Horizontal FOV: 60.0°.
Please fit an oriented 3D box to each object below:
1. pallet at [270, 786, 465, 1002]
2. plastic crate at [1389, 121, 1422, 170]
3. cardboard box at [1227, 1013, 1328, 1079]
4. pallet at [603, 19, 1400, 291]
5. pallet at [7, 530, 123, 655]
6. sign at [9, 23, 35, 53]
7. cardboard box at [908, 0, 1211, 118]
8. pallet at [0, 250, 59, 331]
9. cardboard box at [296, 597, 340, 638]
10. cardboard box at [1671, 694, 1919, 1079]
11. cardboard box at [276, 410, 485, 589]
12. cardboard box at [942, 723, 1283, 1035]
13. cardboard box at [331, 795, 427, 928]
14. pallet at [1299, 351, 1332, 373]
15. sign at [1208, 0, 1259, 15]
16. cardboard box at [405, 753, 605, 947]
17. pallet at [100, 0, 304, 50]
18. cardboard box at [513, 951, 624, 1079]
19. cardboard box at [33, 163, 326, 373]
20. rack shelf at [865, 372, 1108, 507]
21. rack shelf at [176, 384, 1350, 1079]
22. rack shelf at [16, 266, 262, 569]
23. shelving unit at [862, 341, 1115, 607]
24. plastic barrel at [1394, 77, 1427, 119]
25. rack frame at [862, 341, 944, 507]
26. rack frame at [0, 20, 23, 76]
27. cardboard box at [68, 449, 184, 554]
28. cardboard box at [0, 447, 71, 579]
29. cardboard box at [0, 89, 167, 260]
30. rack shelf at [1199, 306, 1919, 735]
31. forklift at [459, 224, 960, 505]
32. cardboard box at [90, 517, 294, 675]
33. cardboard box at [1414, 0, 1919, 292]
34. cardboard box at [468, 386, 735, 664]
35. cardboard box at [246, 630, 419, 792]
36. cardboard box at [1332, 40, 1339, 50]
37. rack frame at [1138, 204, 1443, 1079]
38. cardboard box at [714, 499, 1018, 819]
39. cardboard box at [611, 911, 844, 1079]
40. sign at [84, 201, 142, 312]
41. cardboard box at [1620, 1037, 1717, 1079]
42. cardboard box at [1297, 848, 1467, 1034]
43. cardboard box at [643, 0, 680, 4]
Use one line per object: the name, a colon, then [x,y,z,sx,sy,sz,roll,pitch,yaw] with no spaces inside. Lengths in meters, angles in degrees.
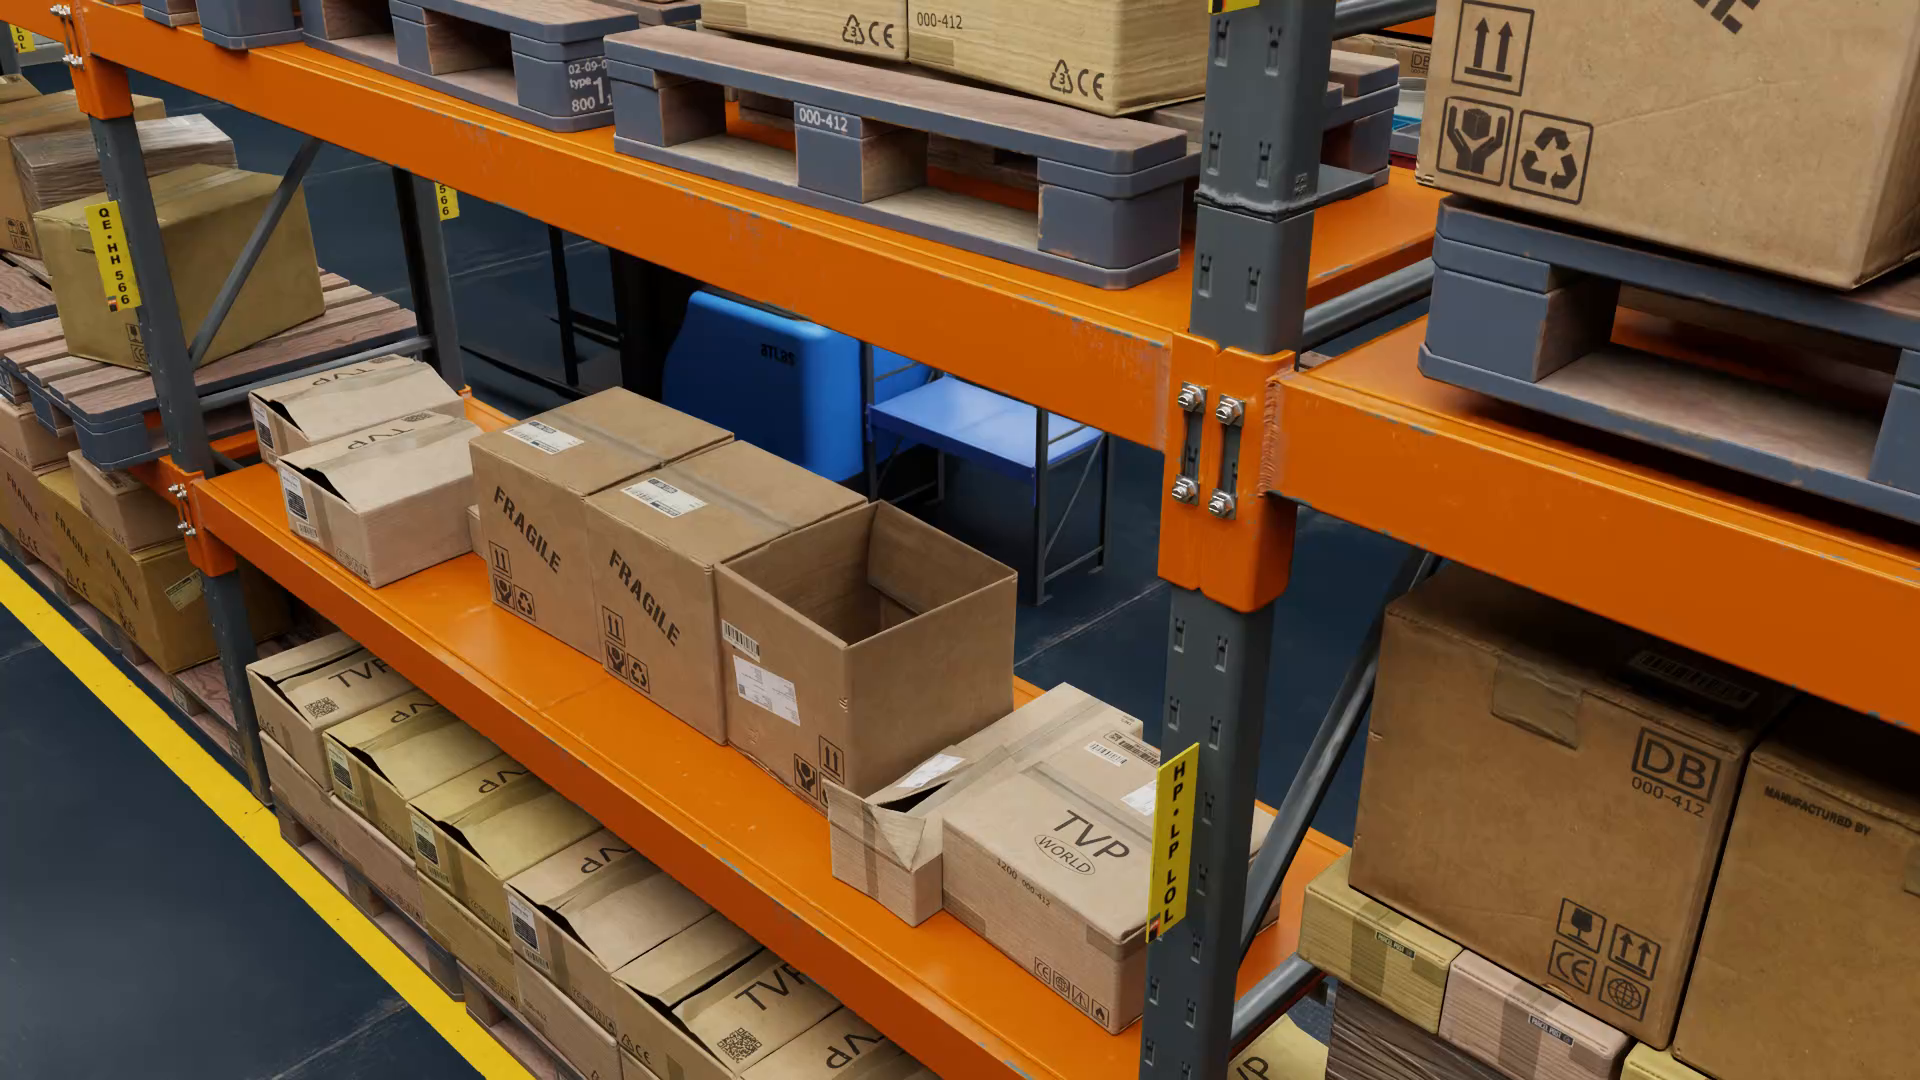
pallet: [-1.599,0.962,5.693,1.213,0.211,1.003,25,36,38]
plastic crate: [2.255,-1.596,7.493,0.583,0.464,0.402,25,36,38]
cardboard box: [0.574,1.317,3.923,0.500,0.311,0.500,25,37,39]
pallet: [0.056,-0.775,2.983,1.217,0.209,0.805,23,35,36]
pallet: [-3.530,0.027,7.473,1.213,0.211,1.003,25,36,38]
sign: [-4.624,-2.557,8.145,0.005,0.325,0.100,25,36,38]
cardboard box: [0.261,-0.900,2.725,0.500,0.250,0.500,-21,34,-34]
pallet: [-3.548,-1.102,6.828,1.213,0.211,1.003,25,36,38]
cardboard box: [-2.282,0.115,6.522,0.500,0.500,0.500,-23,36,-37]
cardboard box: [1.376,0.440,2.188,0.500,0.500,0.700,24,36,38]
cardboard box: [-1.656,-0.158,4.923,0.500,0.311,0.500,24,36,38]
cardboard box: [0.312,0.672,3.410,0.500,0.250,0.500,-23,35,-36]
cardboard box: [-1.632,0.910,5.300,0.500,0.250,0.500,23,36,37]
pallet: [1.842,-0.696,8.847,1.213,0.211,1.003,25,36,38]
sign: [0.321,-0.761,1.857,0.005,0.325,0.100,25,36,38]
cardboard box: [-1.248,0.833,4.843,0.500,0.311,0.500,23,36,37]
pallet: [-1.612,-1.606,4.561,1.213,0.211,1.003,-23,36,-37]
cardboard box: [-0.891,1.245,4.663,0.500,0.250,0.500,-24,36,-38]
cardboard box: [-2.686,-0.952,5.778,0.500,0.500,0.700,12,30,22]
rack shelf: [0.117,-0.463,7.406,1.000,0.185,0.538,23,35,37]
rack shelf: [-0.732,0.417,4.506,4.000,0.370,1.077,25,36,38]
rack shelf: [-3.584,-0.888,6.988,4.000,0.370,1.077,25,36,38]
shelving unit: [0.117,-0.623,7.322,1.048,1.500,0.538,23,35,37]
plastic barrel: [2.200,-1.981,8.174,0.421,0.512,0.421,0,28,0]
rack frame: [-0.257,-0.782,7.626,0.032,1.500,0.500,23,35,37]
rack frame: [-5.011,-1.859,8.062,0.127,3.000,1.000,25,36,38]
cardboard box: [-3.033,-0.218,6.349,0.500,0.250,0.500,-24,36,-37]
cardboard box: [-3.737,-0.207,7.134,0.500,0.500,0.500,23,35,37]
cardboard box: [-3.707,-1.533,6.884,0.500,0.500,0.700,15,31,26]
rack shelf: [2.120,0.395,1.326,4.000,0.370,1.077,25,36,38]
forklift: [-1.453,-1.869,8.155,3.031,2.935,1.130,21,35,35]
cardboard box: [-2.990,0.131,6.491,0.500,0.500,0.500,-24,36,-37]
cardboard box: [0.868,-0.616,1.767,0.500,0.500,0.500,-22,35,-35]
cardboard box: [-0.950,-0.056,4.526,0.500,0.500,0.500,22,35,36]
cardboard box: [-1.991,0.498,5.481,0.500,0.311,0.500,-24,36,-38]
cardboard box: [3.046,-3.897,13.770,0.875,0.875,1.225,23,36,37]
rack frame: [0.694,0.752,3.098,0.127,3.000,1.000,25,36,38]
cardboard box: [-0.218,0.279,3.888,0.500,0.500,0.500,-22,35,-36]
cardboard box: [-0.525,1.166,4.210,0.500,0.311,0.500,24,36,38]
sign: [-2.532,-0.848,4.980,0.005,0.325,0.100,25,36,38]
cardboard box: [1.114,0.738,2.320,0.250,0.149,0.380,23,36,37]
cardboard box: [0.750,0.572,2.634,0.250,0.149,0.380,25,36,38]
cardboard box: [-0.626,-1.340,3.562,0.500,0.250,0.500,21,34,34]
